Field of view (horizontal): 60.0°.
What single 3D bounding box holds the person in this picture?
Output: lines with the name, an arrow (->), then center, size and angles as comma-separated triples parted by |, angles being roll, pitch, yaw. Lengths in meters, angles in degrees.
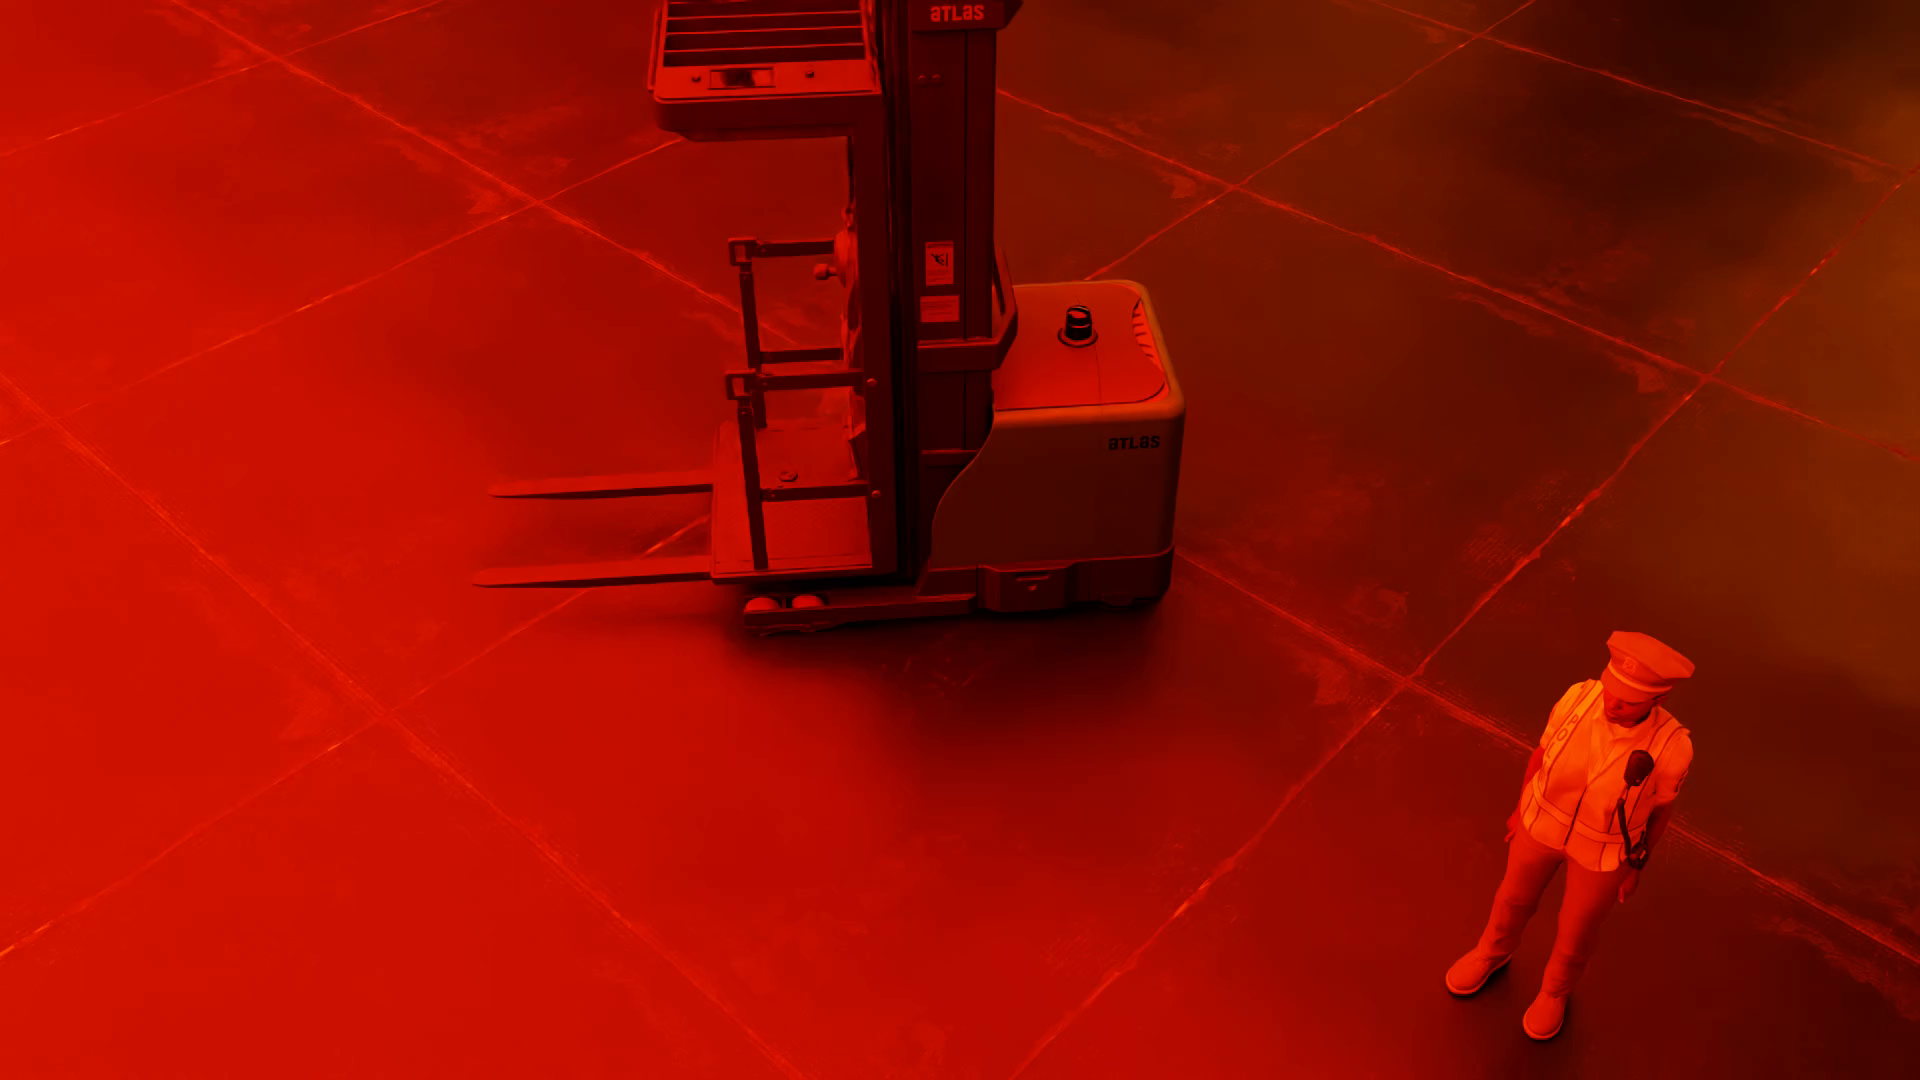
person -> 1.959, 0.942, 5.287 | 0.446, 1.691, 0.337 | 30, 49, 30

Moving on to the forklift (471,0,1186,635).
forklift -> -0.619, -1.063, 6.667 | 3.031, 2.935, 1.130 | -3, 41, -4
